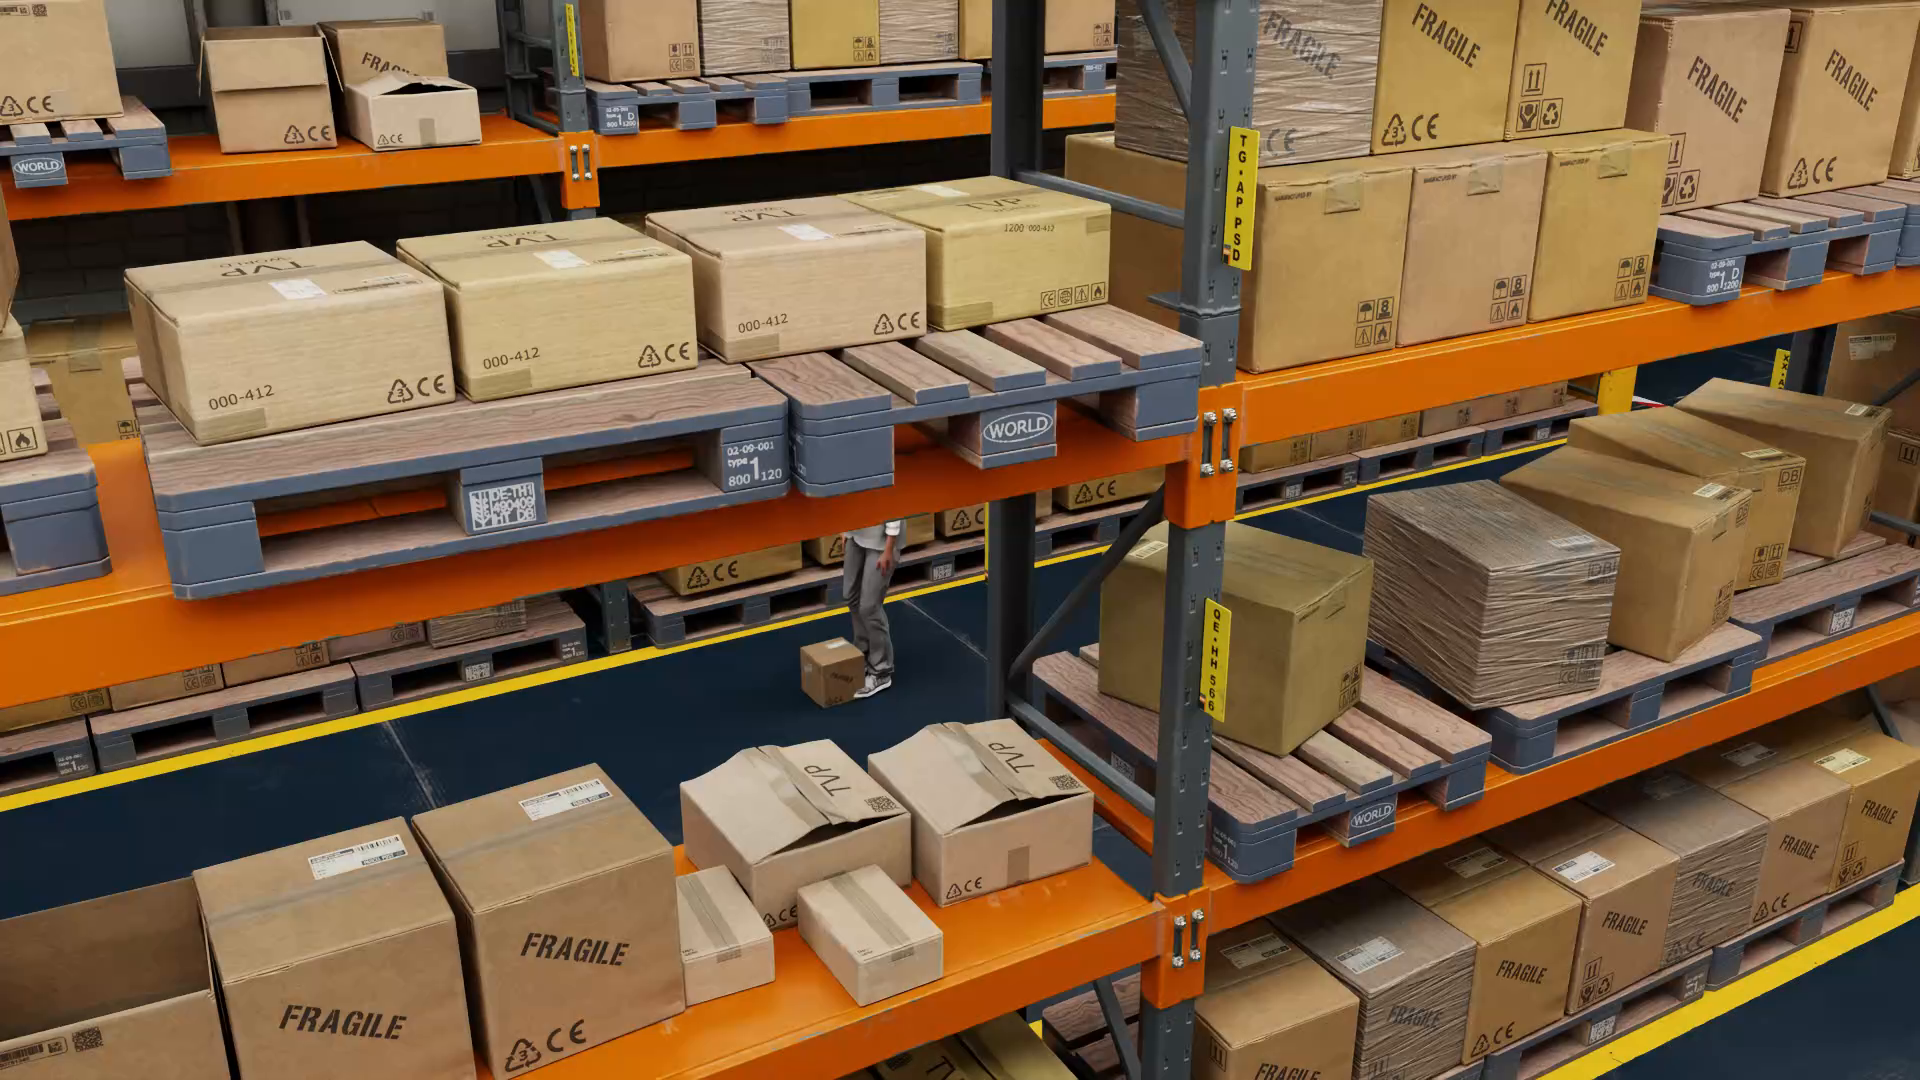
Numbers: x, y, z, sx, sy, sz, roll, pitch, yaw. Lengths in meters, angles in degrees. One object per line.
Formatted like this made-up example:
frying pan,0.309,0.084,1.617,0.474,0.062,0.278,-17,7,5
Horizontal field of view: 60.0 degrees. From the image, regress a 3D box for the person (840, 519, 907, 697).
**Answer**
person,-0.477,0.024,8.548,0.376,1.590,0.468,-14,26,-30
